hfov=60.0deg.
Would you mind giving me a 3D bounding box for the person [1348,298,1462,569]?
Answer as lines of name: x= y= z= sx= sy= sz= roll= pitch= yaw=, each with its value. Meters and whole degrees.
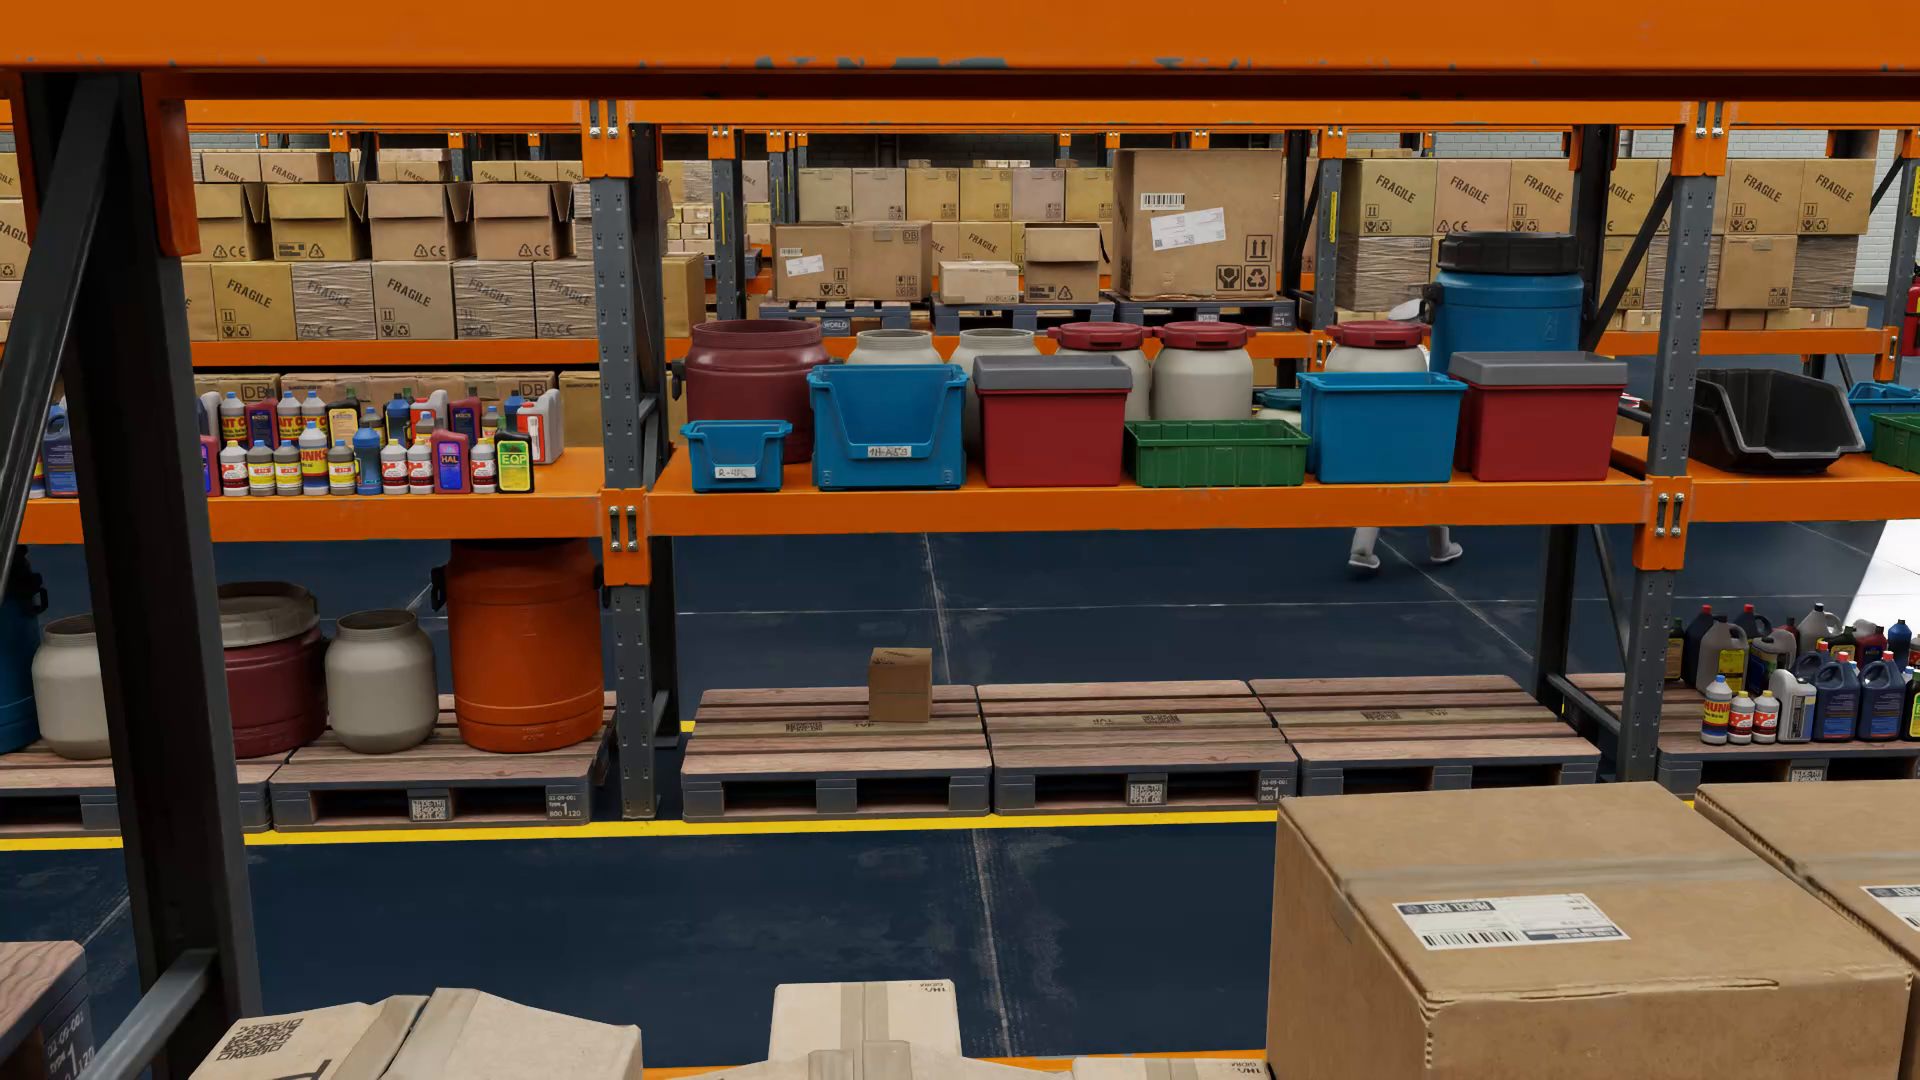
person: x=2.723 y=-0.645 z=10.078 sx=0.962 sy=1.636 sz=0.454 roll=-13 pitch=19 yaw=-43
